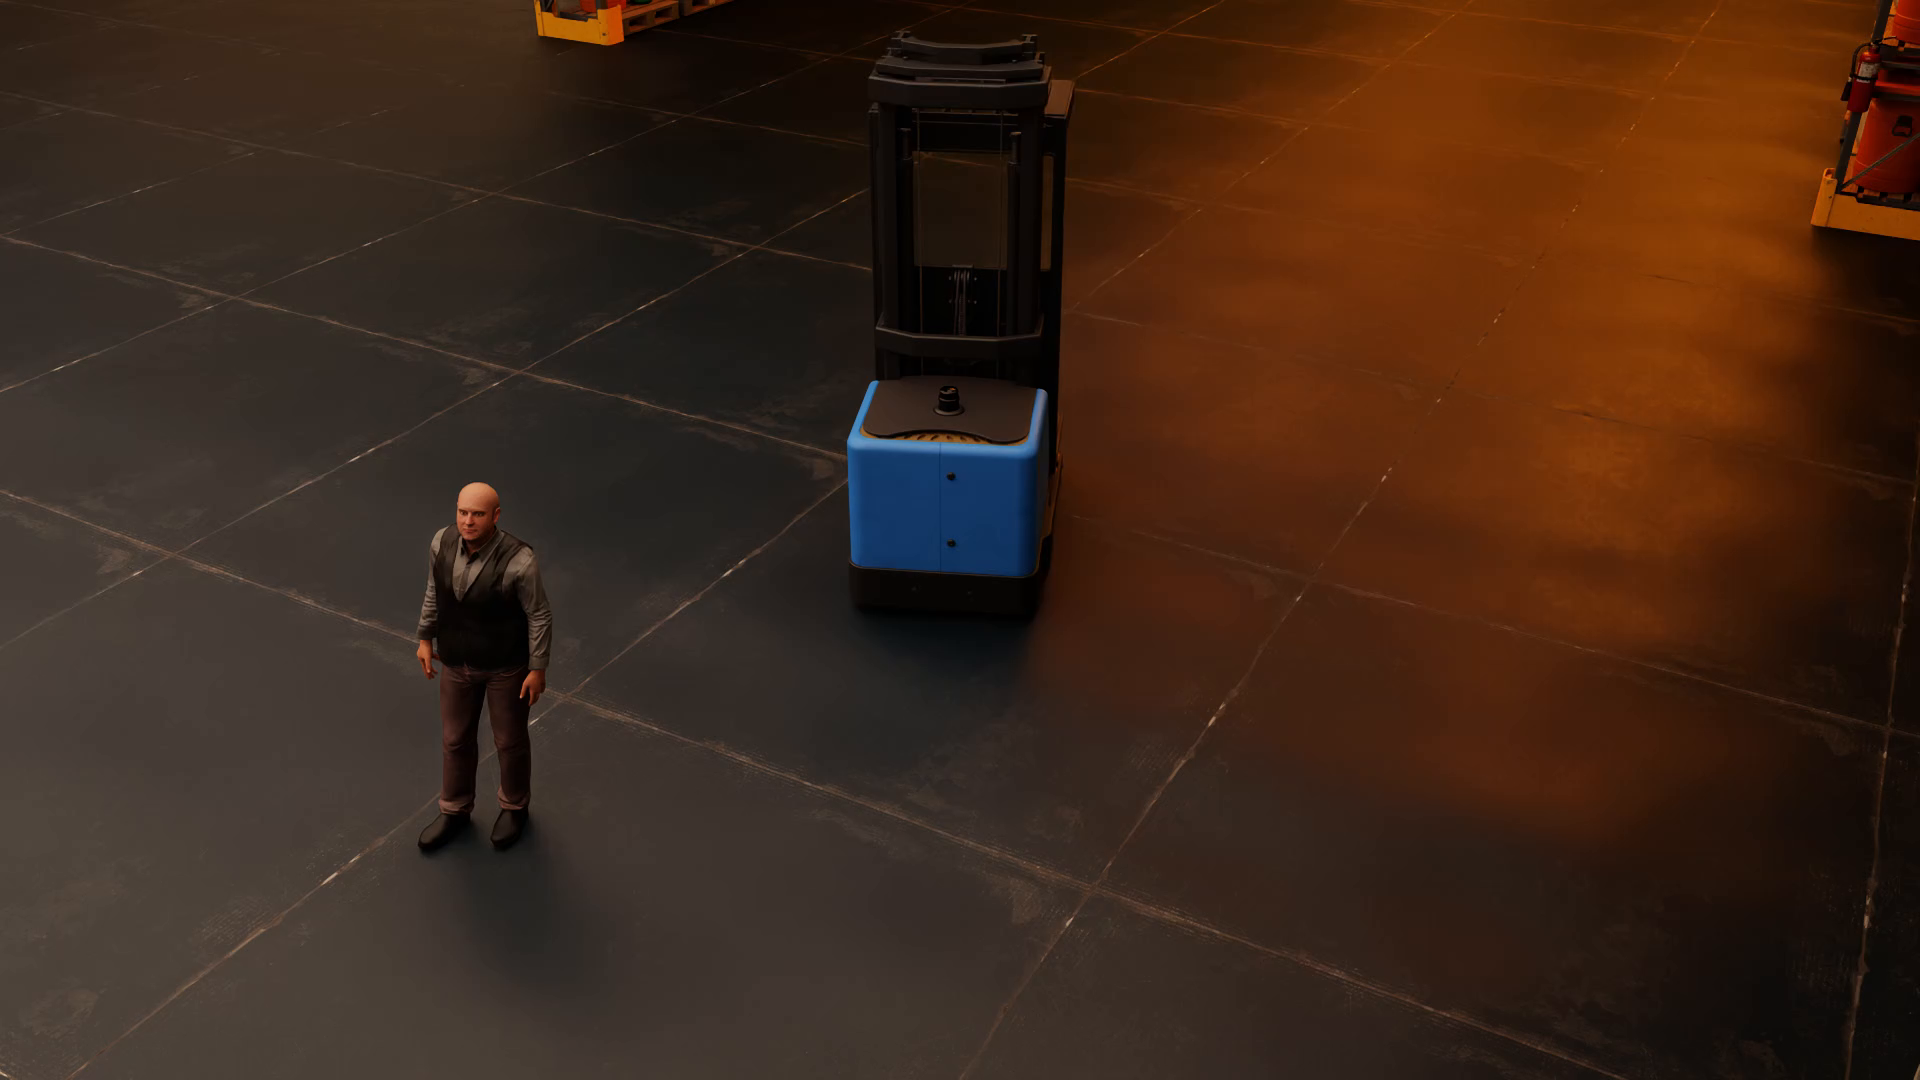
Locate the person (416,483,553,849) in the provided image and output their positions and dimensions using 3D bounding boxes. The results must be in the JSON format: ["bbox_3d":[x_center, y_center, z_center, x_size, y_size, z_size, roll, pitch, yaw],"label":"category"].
[{"bbox_3d":[-2.106,0.570,7.278,0.632,1.720,0.569,9,31,15],"label":"person"}]

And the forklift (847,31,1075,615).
[{"bbox_3d":[0.072,-1.572,9.794,1.130,2.935,3.031,3,30,6],"label":"forklift"}]
